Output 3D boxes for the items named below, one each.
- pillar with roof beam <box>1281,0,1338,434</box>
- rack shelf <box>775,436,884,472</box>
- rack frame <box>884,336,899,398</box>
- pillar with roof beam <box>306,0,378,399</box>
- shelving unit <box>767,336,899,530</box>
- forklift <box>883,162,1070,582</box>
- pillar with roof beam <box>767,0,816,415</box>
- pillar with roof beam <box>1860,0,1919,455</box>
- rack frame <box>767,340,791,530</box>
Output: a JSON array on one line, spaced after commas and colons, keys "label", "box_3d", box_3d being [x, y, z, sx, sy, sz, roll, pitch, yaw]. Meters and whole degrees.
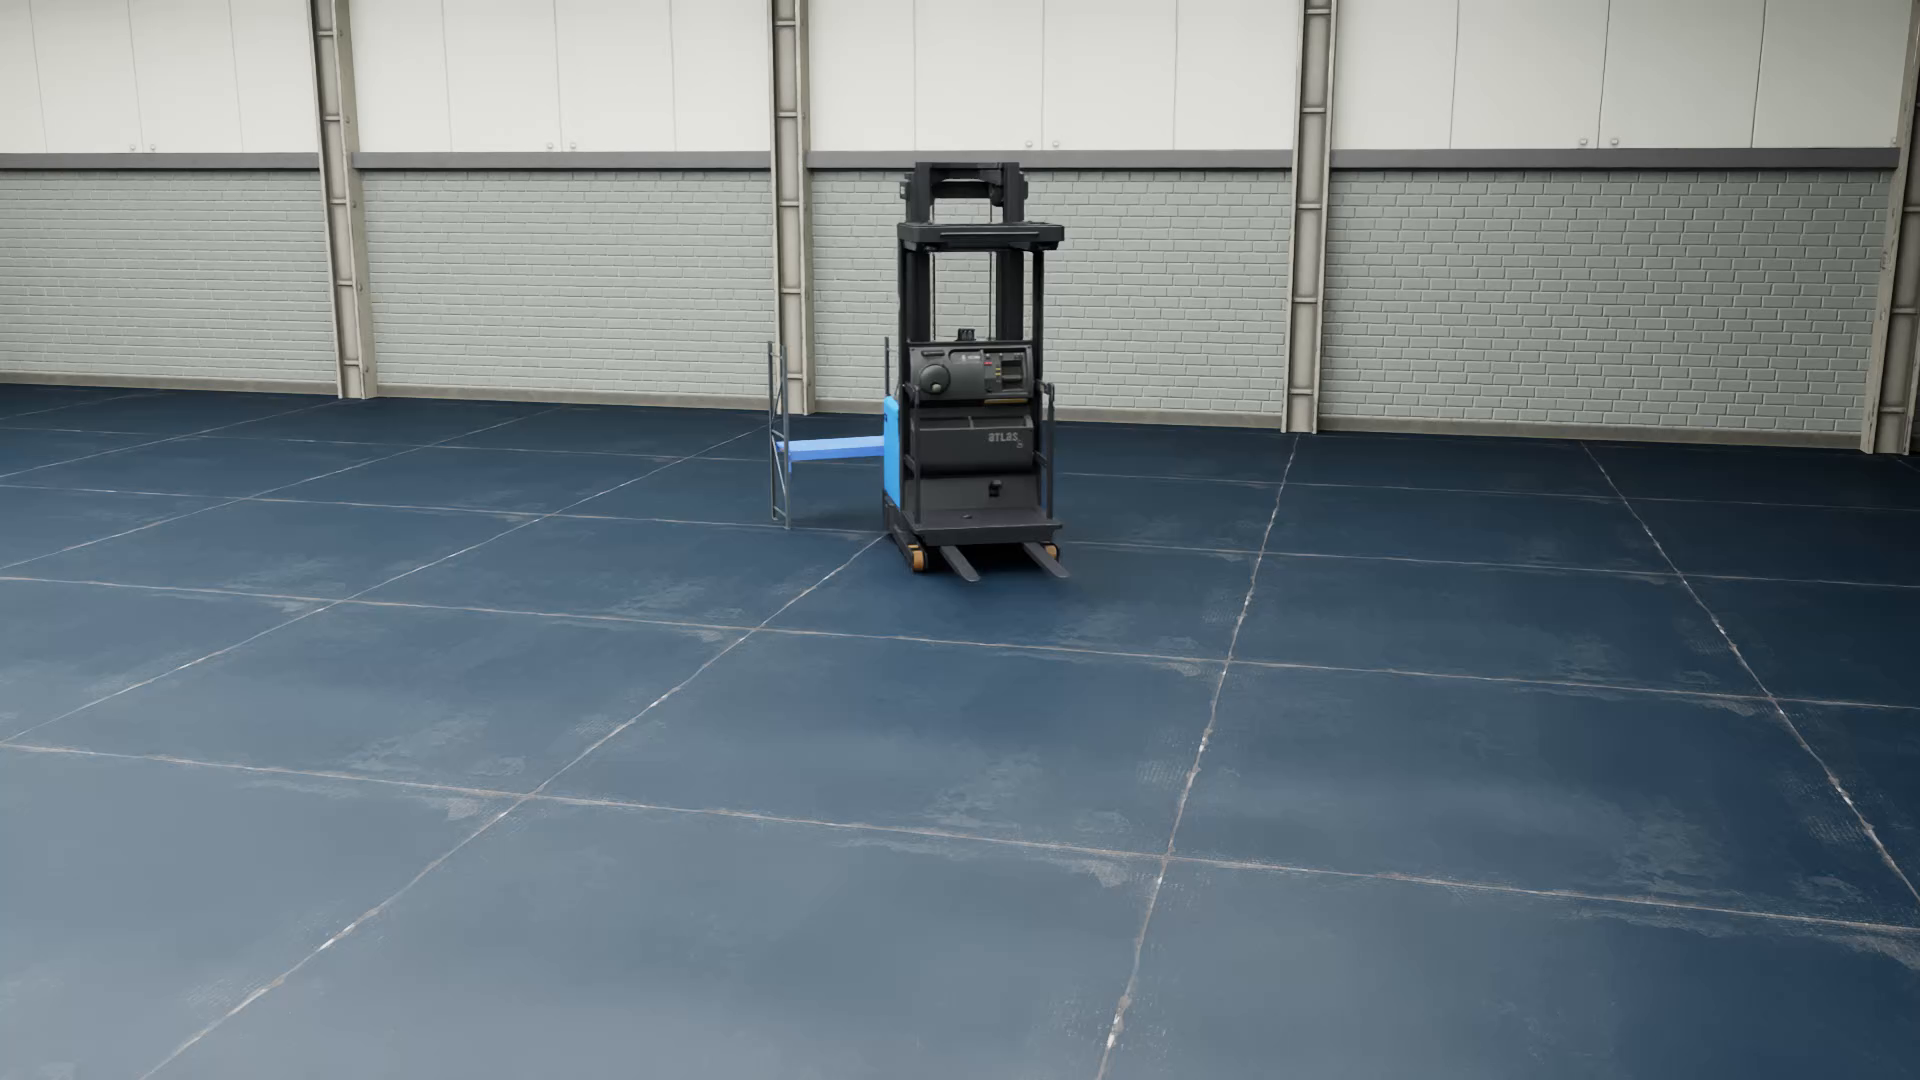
[{"label": "pillar with roof beam", "box_3d": [2.806, -4.721, 13.739, 0.400, 9.000, 9.100, 3, 13, 14]}, {"label": "rack shelf", "box_3d": [-1.013, -0.729, 13.888, 1.000, 0.185, 0.538, -5, 13, -21]}, {"label": "rack frame", "box_3d": [-0.539, -0.944, 14.028, 0.032, 1.500, 0.500, -5, 13, -21]}, {"label": "pillar with roof beam", "box_3d": [-8.844, -5.344, 16.545, 0.400, 9.000, 9.100, 3, 13, 14]}, {"label": "shelving unit", "box_3d": [-1.013, -0.905, 13.849, 1.048, 1.500, 0.538, -5, 13, -21]}, {"label": "forklift", "box_3d": [0.128, -1.276, 12.220, 1.130, 2.935, 3.031, -2, 13, -10]}, {"label": "pillar with roof beam", "box_3d": [-3.019, -5.033, 15.142, 0.400, 9.000, 9.100, 3, 13, 14]}, {"label": "pillar with roof beam", "box_3d": [8.631, -4.410, 12.335, 0.400, 9.000, 9.100, 3, 13, 14]}, {"label": "rack frame", "box_3d": [-1.487, -0.865, 13.671, 0.032, 1.500, 0.500, -5, 13, -21]}]
